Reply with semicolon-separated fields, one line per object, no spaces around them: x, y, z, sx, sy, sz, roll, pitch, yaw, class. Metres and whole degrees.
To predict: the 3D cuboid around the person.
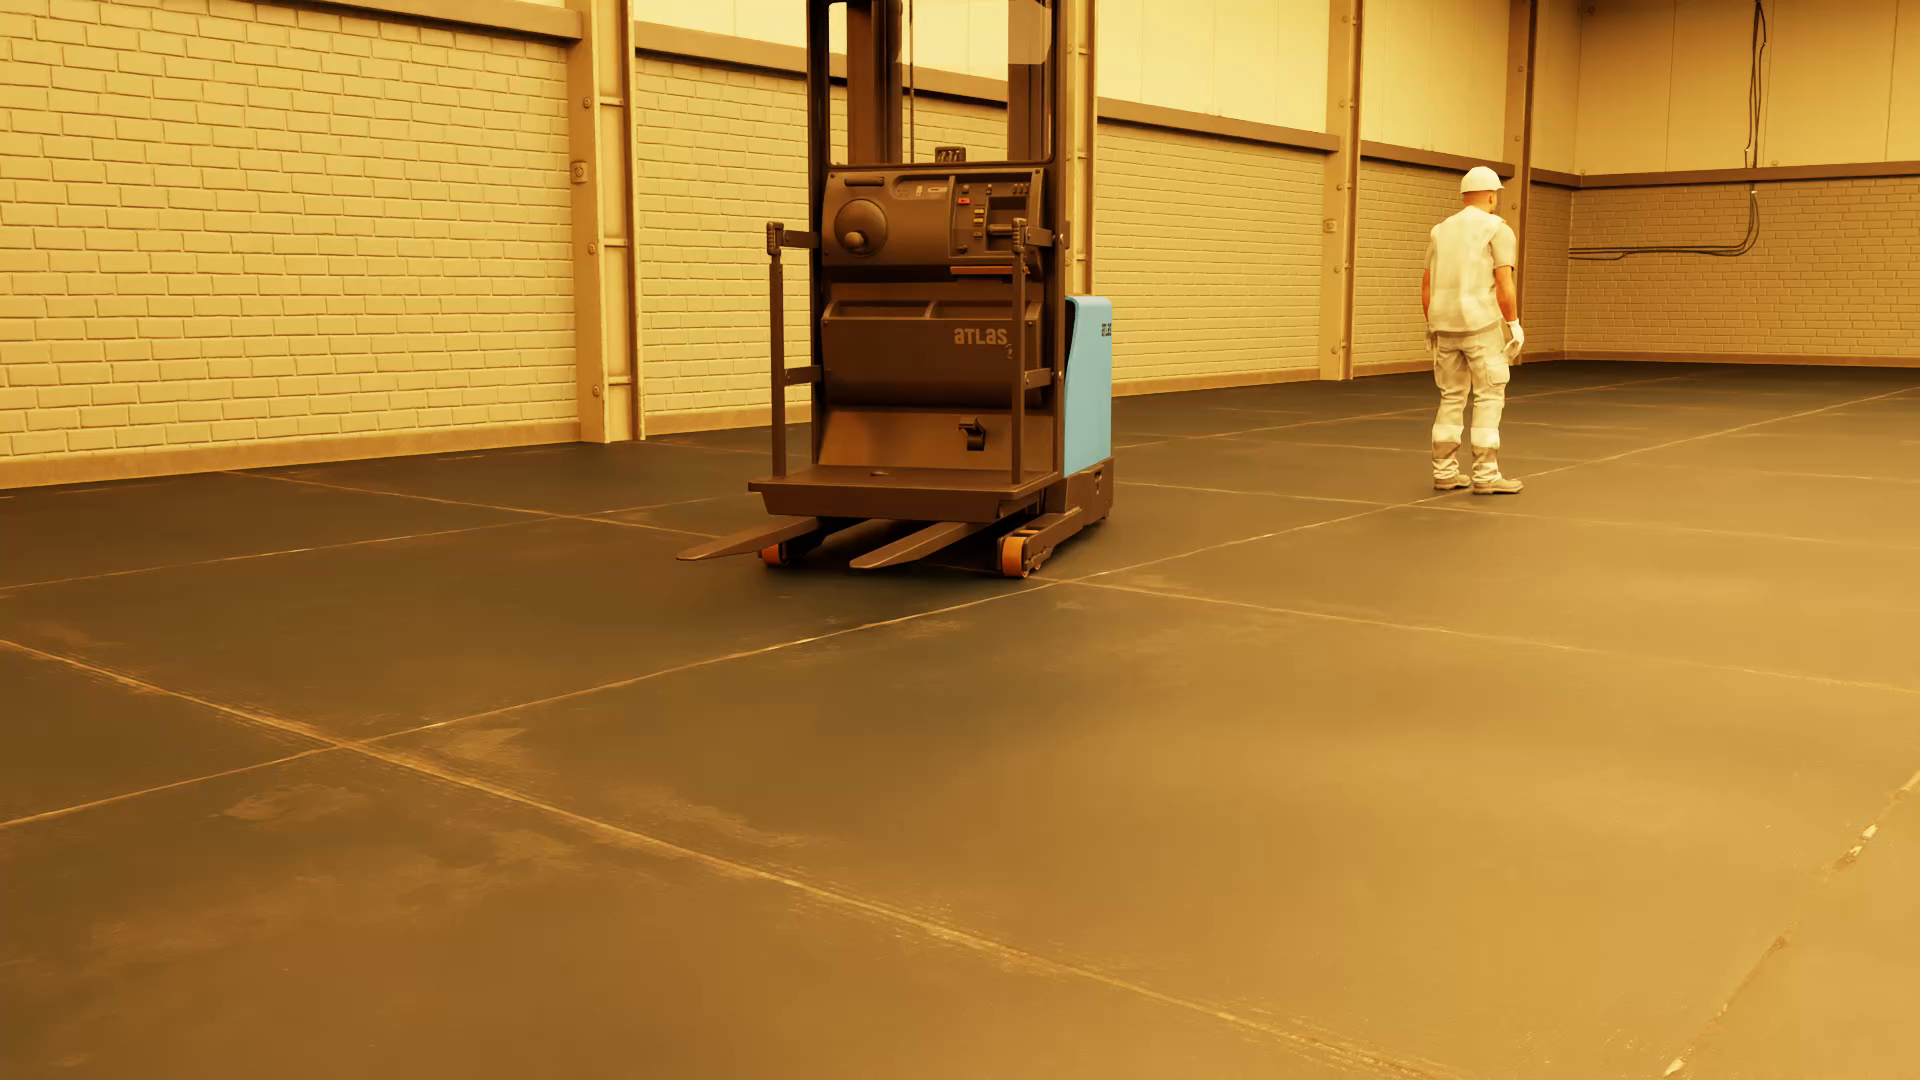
2.828;-1.160;9.199;0.447;1.780;0.619;-6;10;-35;person

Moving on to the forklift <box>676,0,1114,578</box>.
-0.176;-1.366;6.616;1.130;2.935;3.031;3;9;17;forklift
